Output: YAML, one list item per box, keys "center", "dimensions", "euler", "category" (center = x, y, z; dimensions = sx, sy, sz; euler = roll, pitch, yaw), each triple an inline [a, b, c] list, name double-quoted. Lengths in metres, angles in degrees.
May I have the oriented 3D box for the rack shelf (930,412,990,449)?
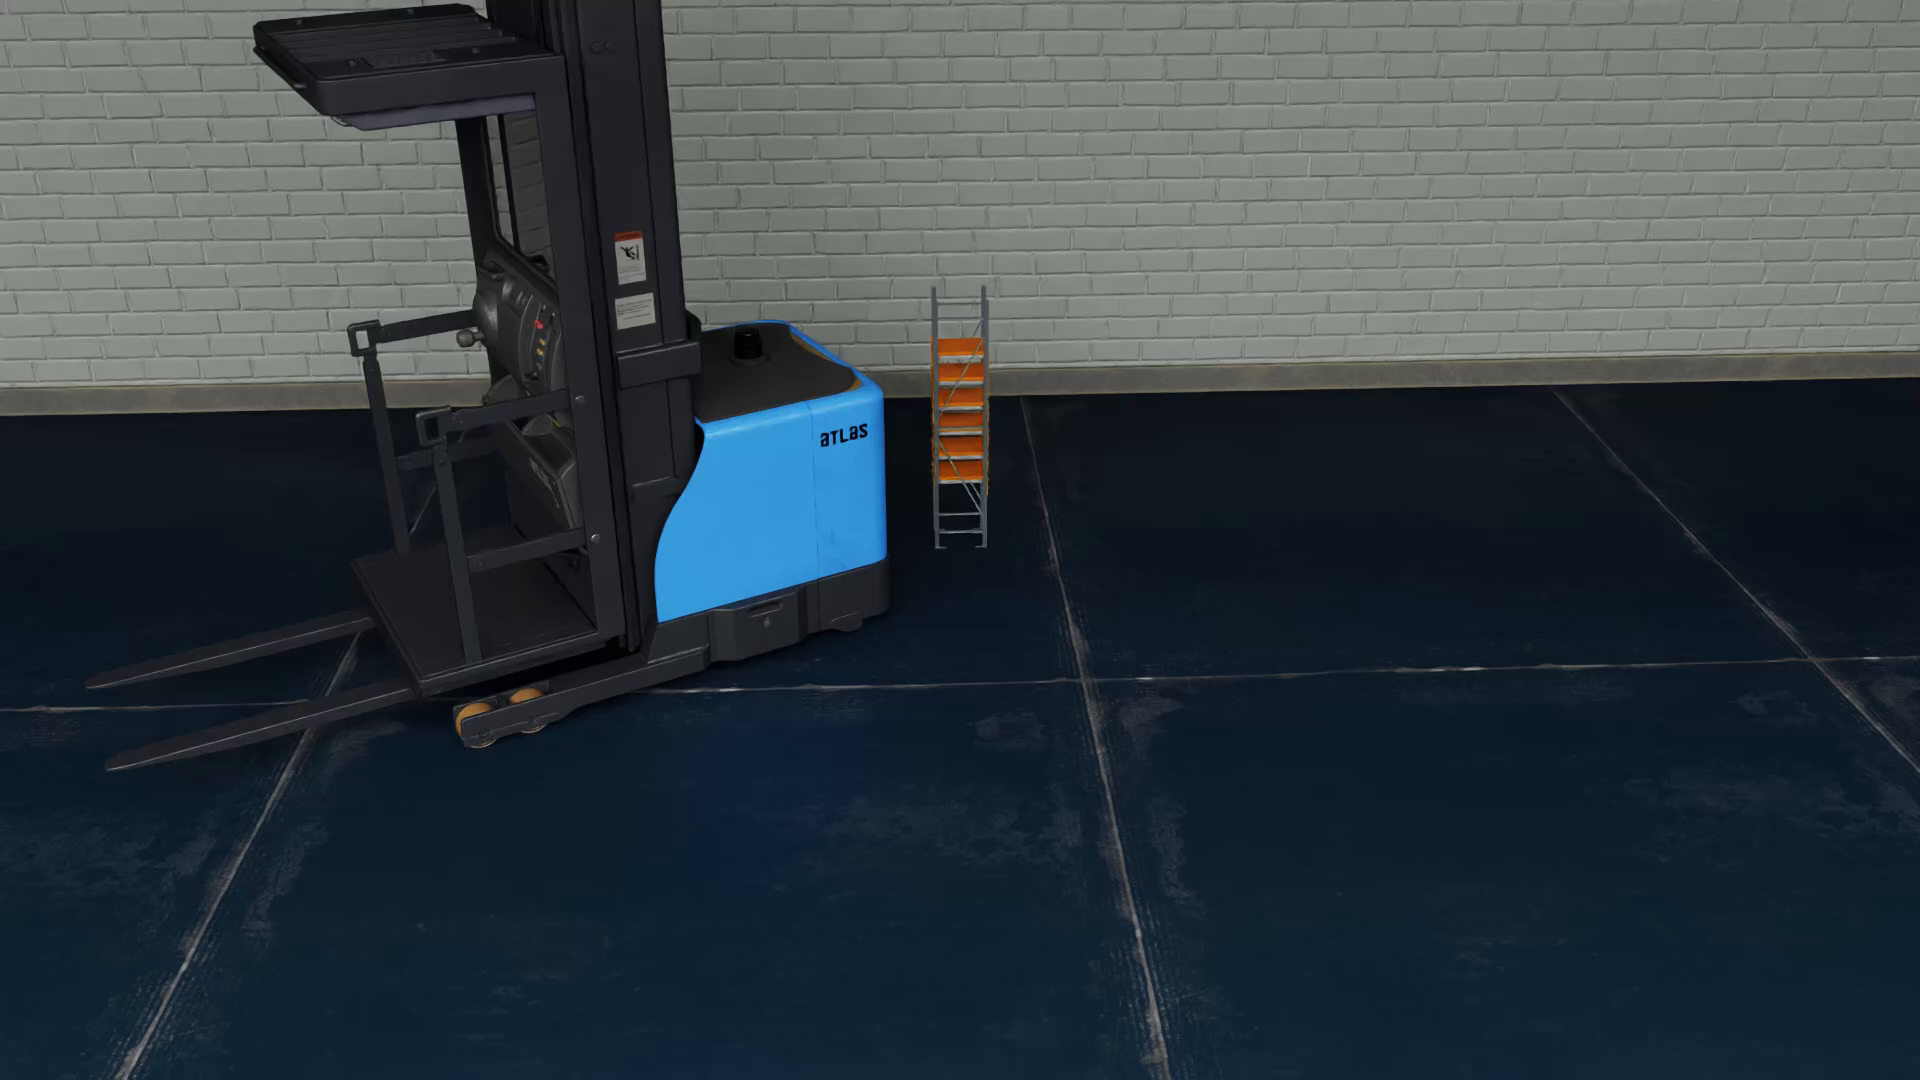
- center: [-0.001, -0.499, 7.506]
  dimensions: [0.258, 0.103, 0.180]
  euler: [-1, 28, -3]
  category: "rack shelf"

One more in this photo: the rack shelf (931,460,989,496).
- center: [-0.001, -0.286, 7.617]
  dimensions: [0.258, 0.103, 0.180]
  euler: [-1, 28, -3]
  category: "rack shelf"

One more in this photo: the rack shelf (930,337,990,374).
- center: [-0.001, -0.818, 7.339]
  dimensions: [0.258, 0.103, 0.180]
  euler: [-1, 28, -3]
  category: "rack shelf"

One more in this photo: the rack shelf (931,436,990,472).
- center: [-0.001, -0.393, 7.561]
  dimensions: [0.258, 0.103, 0.180]
  euler: [-1, 28, -3]
  category: "rack shelf"

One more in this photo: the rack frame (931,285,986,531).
- center: [-0.006, -0.581, 7.566]
  dimensions: [0.240, 1.200, 0.006]
  euler: [-1, 28, -3]
  category: "rack frame"

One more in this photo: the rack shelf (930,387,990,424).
- center: [-0.001, -0.606, 7.450]
  dimensions: [0.258, 0.103, 0.180]
  euler: [-1, 28, -3]
  category: "rack shelf"

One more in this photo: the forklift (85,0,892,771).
- center: [-1.820, -0.797, 6.109]
  dimensions: [3.031, 2.935, 1.130]
  euler: [-15, 31, -27]
  category: "forklift"

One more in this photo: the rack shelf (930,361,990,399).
- center: [-0.001, -0.712, 7.395]
  dimensions: [0.258, 0.103, 0.180]
  euler: [-1, 28, -3]
  category: "rack shelf"

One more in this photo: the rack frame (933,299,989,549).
- center: [0.004, -0.496, 7.404]
  dimensions: [0.240, 1.200, 0.006]
  euler: [-1, 28, -3]
  category: "rack frame"

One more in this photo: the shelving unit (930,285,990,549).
- center: [-0.001, -0.539, 7.485]
  dimensions: [0.258, 1.200, 0.189]
  euler: [-1, 28, -3]
  category: "shelving unit"
